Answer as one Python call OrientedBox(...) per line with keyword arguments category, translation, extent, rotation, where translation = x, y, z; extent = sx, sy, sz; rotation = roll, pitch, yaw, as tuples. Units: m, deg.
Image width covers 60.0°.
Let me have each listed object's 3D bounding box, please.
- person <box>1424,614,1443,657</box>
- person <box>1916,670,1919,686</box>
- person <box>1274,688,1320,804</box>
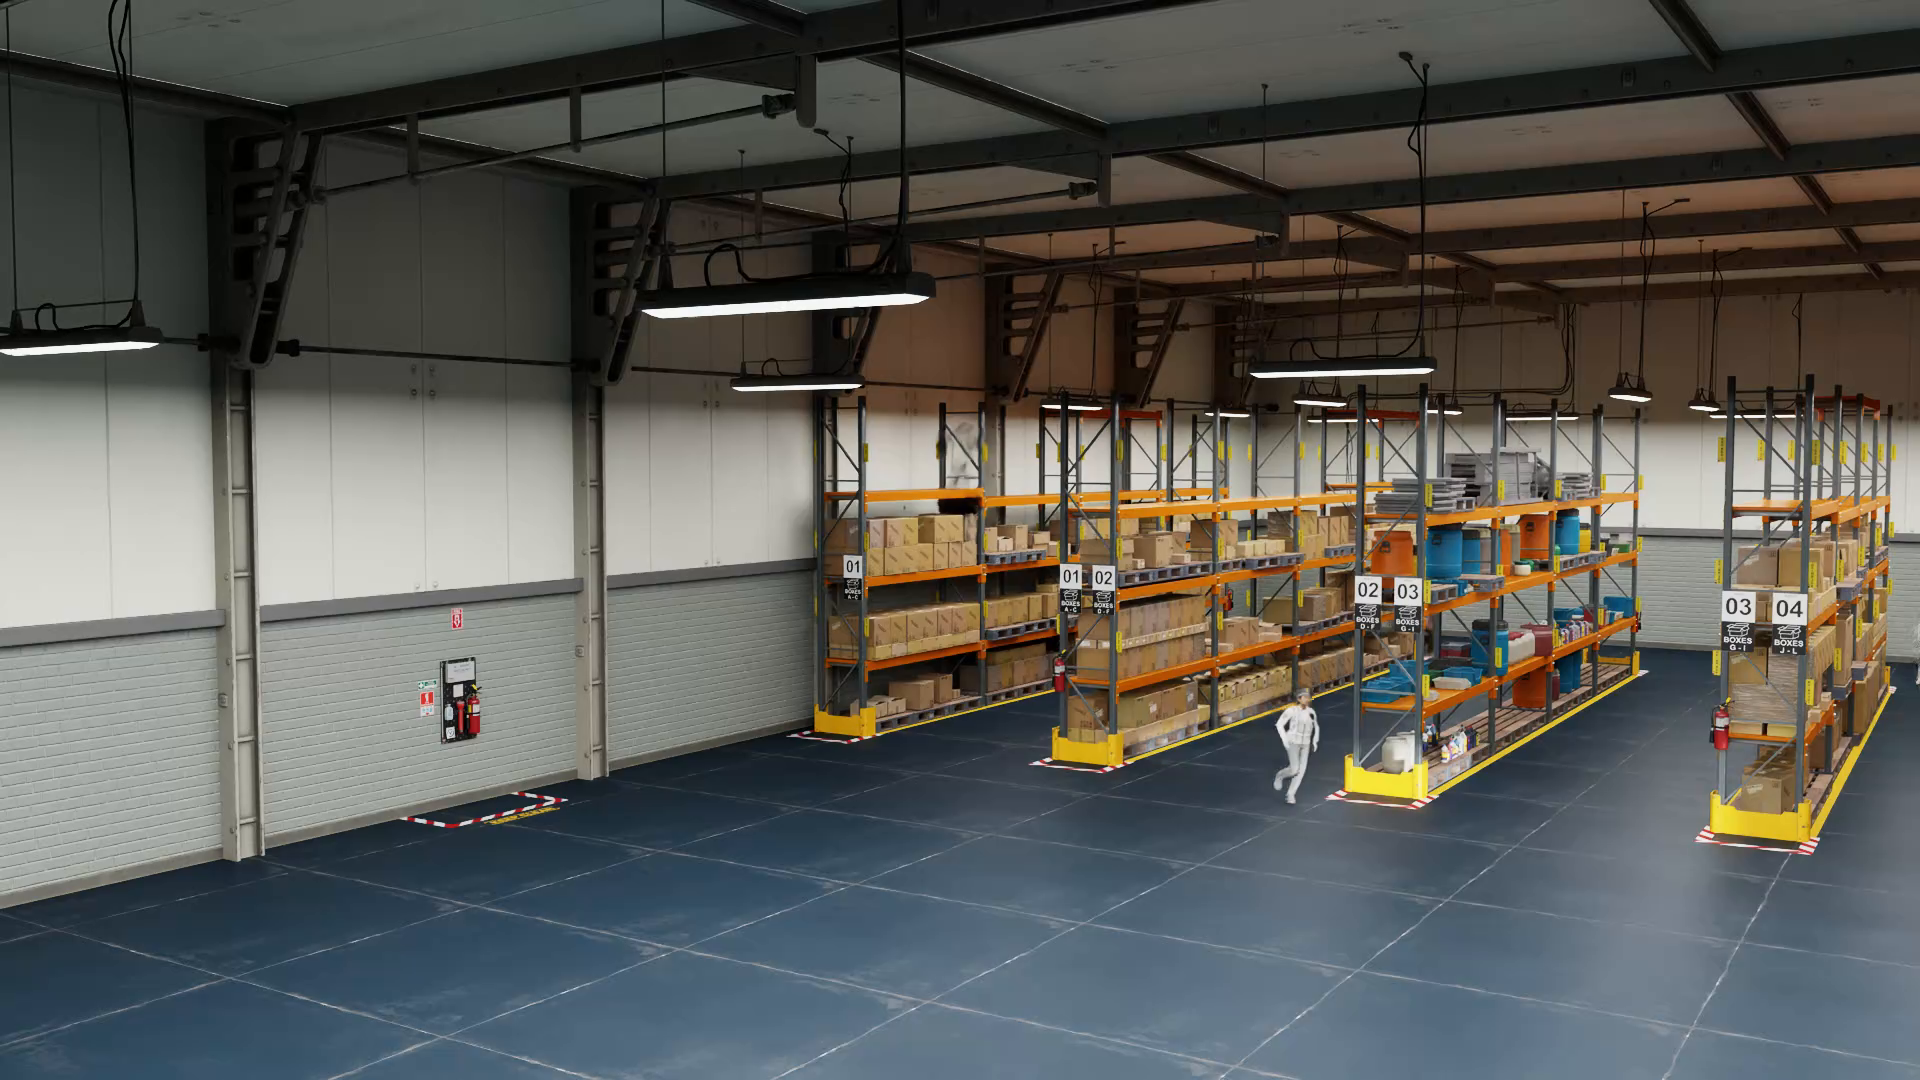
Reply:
OrientedBox(category="person", translation=(11.564, 1.995, 40.967), extent=(0.748, 1.751, 0.643), rotation=(-2, 4, -34))
OrientedBox(category="person", translation=(16.327, 2.663, 27.723), extent=(0.695, 1.763, 0.991), rotation=(1, 3, 26))
OrientedBox(category="person", translation=(4.892, 2.931, 23.927), extent=(0.658, 1.622, 0.588), rotation=(-1, 3, -14))
